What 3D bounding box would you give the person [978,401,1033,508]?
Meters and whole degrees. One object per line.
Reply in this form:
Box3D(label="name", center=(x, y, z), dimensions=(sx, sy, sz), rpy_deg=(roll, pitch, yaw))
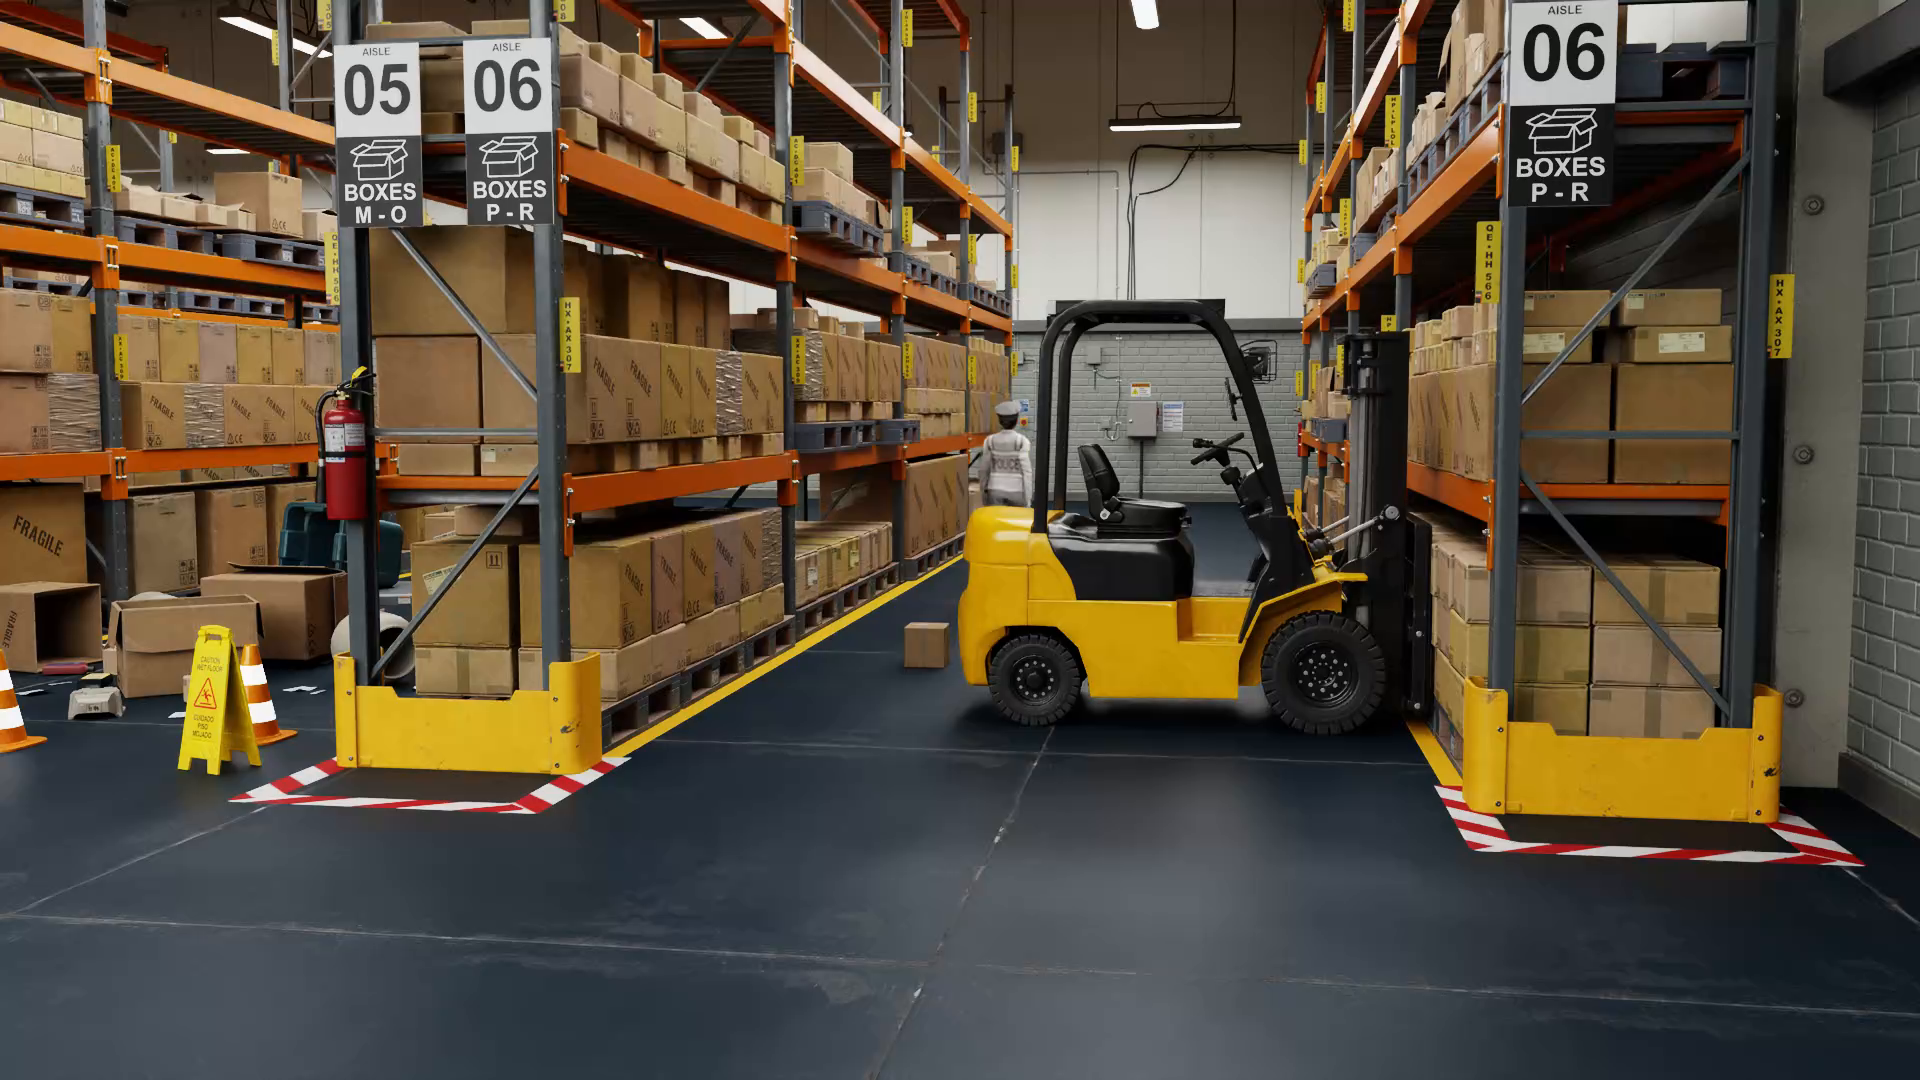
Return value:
Box3D(label="person", center=(0.413, -0.419, 14.793), dimensions=(0.505, 1.630, 0.978), rpy_deg=(1, 5, 8))
